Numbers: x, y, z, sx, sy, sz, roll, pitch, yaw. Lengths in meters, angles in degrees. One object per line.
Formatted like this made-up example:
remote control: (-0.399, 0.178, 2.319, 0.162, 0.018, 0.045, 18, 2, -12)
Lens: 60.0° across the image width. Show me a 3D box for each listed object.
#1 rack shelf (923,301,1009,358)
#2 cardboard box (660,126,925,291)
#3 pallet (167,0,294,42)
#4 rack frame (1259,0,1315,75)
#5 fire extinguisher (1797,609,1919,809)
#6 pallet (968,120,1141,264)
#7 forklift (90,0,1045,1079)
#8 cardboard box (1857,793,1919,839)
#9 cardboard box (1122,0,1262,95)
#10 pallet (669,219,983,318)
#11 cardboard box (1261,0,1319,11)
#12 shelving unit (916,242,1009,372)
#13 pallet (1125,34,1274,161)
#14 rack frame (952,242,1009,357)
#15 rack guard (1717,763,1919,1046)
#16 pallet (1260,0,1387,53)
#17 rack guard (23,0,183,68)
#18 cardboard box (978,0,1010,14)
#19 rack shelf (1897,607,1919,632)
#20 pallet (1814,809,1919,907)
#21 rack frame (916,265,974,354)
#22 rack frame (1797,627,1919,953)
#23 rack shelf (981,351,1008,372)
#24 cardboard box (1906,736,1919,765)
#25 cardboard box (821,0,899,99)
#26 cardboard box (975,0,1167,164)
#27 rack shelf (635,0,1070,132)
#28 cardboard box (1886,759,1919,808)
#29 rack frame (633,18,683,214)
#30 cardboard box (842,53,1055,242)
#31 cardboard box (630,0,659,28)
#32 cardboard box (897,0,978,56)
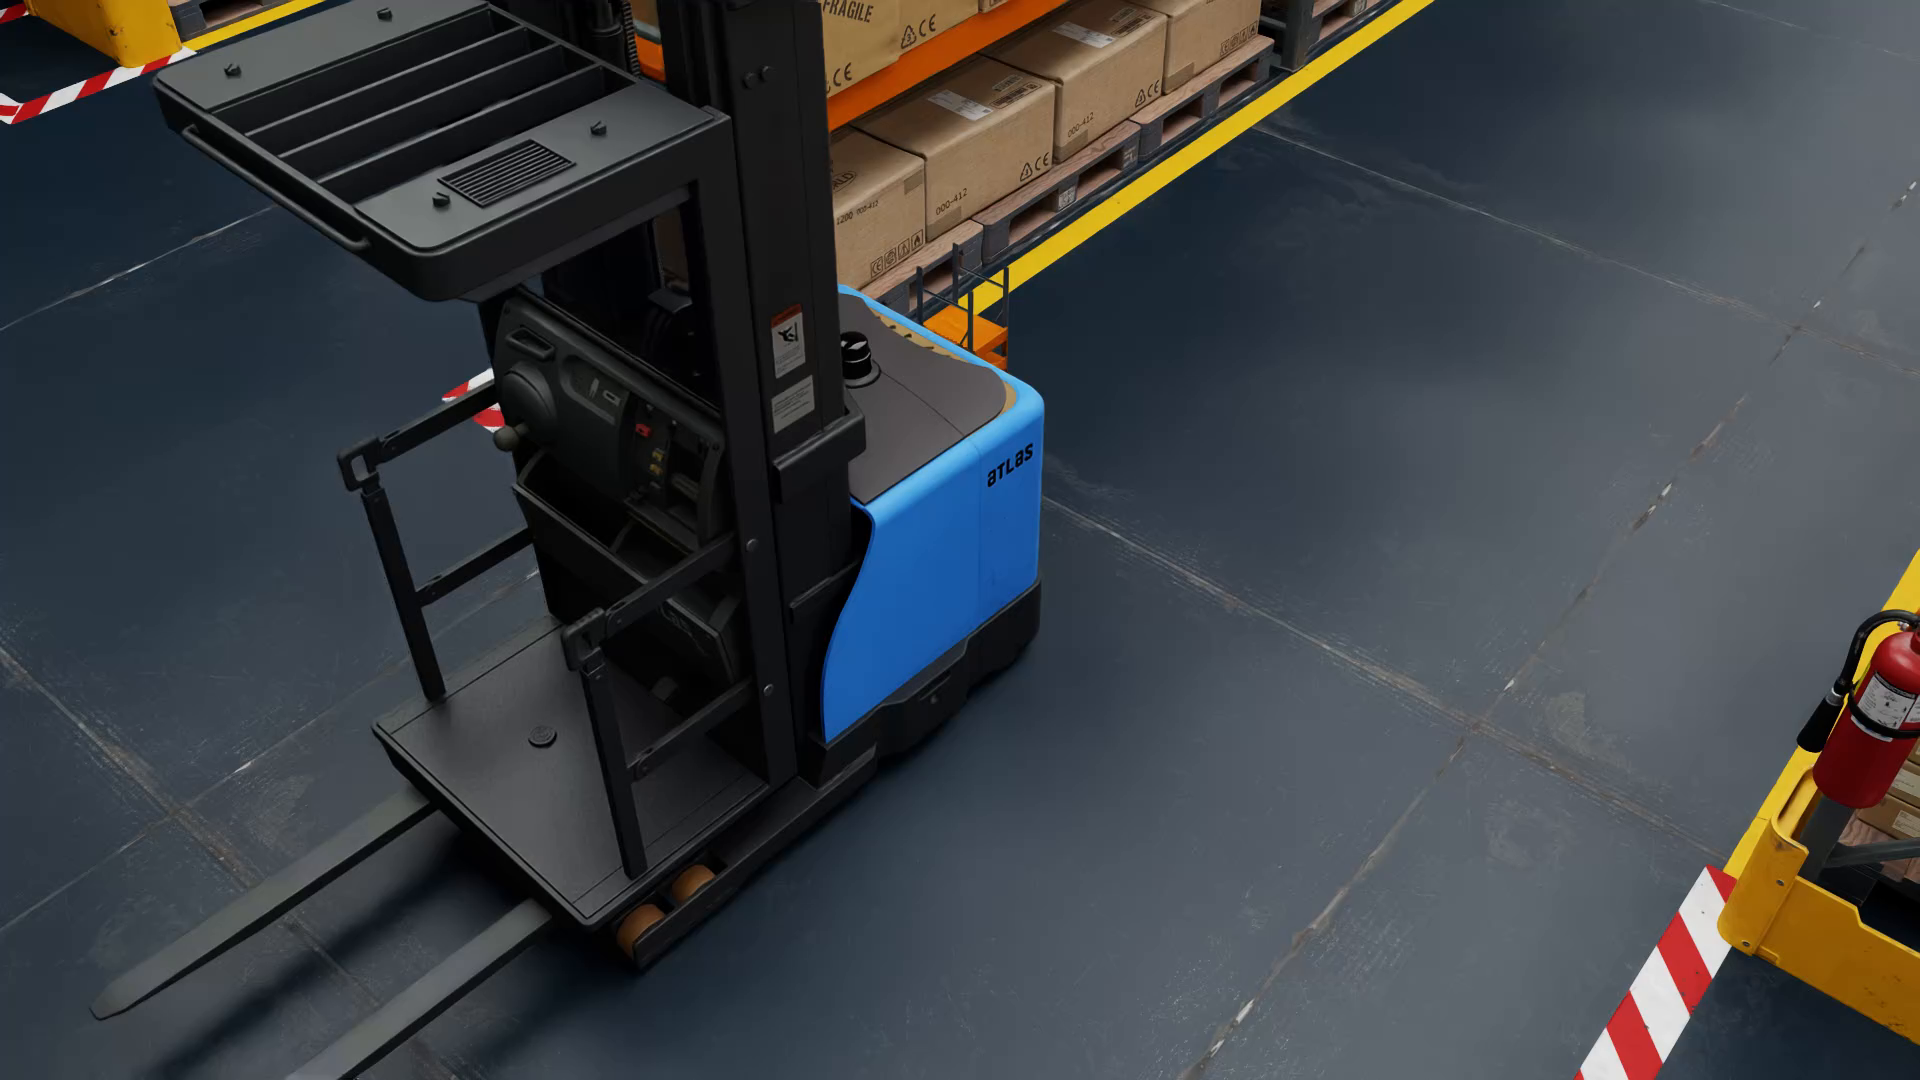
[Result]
rack shelf: (0.009, -0.685, 5.642, 0.258, 0.103, 0.180, 29, 50, 28)
cardboard box: (-0.760, -1.415, 7.168, 0.875, 0.438, 0.875, 28, 49, 27)
pallet: (-4.348, -3.389, 9.821, 1.003, 0.211, 1.213, 29, 50, 28)
rack frame: (1.466, -3.884, 8.291, 1.000, 3.000, 0.127, 29, 50, 28)
fire extinguisher: (2.230, 0.364, 3.955, 0.296, 0.674, 0.183, 29, 50, 28)
pallet: (0.132, -1.863, 8.142, 1.003, 0.211, 1.213, 29, 50, 28)
forklift: (-1.093, -0.240, 4.336, 1.130, 2.935, 3.031, 32, 51, 30)
cardboard box: (2.925, 0.805, 4.942, 0.380, 0.149, 0.250, 30, 50, 29)
cardboard box: (0.980, -2.814, 8.708, 0.875, 0.438, 0.875, 29, 50, 28)
pallet: (-0.653, -1.238, 7.455, 1.003, 0.211, 1.213, 29, 50, 28)
cardboard box: (1.804, -3.607, 9.254, 0.875, 0.875, 0.875, 31, 51, 30)
shelving unit: (0.009, -0.451, 5.855, 0.258, 1.200, 0.189, 29, 50, 28)
pallet: (0.917, -2.494, 8.836, 1.003, 0.211, 1.213, 29, 50, 28)
rack frame: (0.068, -0.498, 5.906, 0.240, 1.200, 0.006, 29, 50, 28)
rack guard: (2.795, 1.153, 4.610, 1.175, 0.500, 0.348, 29, 50, 28)
pallet: (1.905, -3.282, 9.702, 1.003, 0.211, 1.213, 29, 50, 28)
rack guard: (-4.861, -3.085, 9.272, 1.175, 0.500, 0.348, 29, 50, 28)
cardboard box: (0.066, -2.510, 6.707, 0.500, 0.500, 0.500, 29, 50, 28)
rack shelf: (4.033, -0.497, 5.101, 1.077, 0.370, 4.000, 29, 50, 28)
pallet: (3.345, 0.857, 5.151, 1.003, 0.211, 1.213, 29, 50, 28)
rack frame: (-0.050, -0.404, 5.803, 0.240, 1.200, 0.006, 29, 50, 28)
rack frame: (2.746, 0.267, 3.727, 1.000, 3.000, 0.127, 29, 50, 28)
rack shelf: (0.009, -0.596, 5.723, 0.258, 0.103, 0.180, 29, 50, 28)
cardboard box: (2.892, 0.564, 4.765, 0.380, 0.149, 0.250, 30, 50, 29)
cardboard box: (-0.579, -1.984, 6.128, 0.500, 0.500, 0.500, 29, 50, 28)
cardboard box: (0.404, -2.353, 8.200, 0.875, 0.438, 0.875, 28, 49, 27)
rack shelf: (0.179, -2.588, 7.401, 1.077, 0.370, 4.000, 29, 50, 28)
cardboard box: (2.867, 0.661, 4.879, 0.380, 0.149, 0.250, 28, 49, 27)
rack frame: (-1.108, -1.824, 6.026, 1.000, 3.000, 0.127, 29, 50, 28)
cardboard box: (-0.177, -1.889, 7.691, 0.875, 0.438, 0.875, 31, 51, 29)
cardboard box: (-1.000, -2.224, 6.392, 0.500, 0.500, 0.500, 30, 50, 29)
cardboard box: (-0.275, -2.256, 6.428, 0.500, 0.500, 0.500, 29, 50, 28)
